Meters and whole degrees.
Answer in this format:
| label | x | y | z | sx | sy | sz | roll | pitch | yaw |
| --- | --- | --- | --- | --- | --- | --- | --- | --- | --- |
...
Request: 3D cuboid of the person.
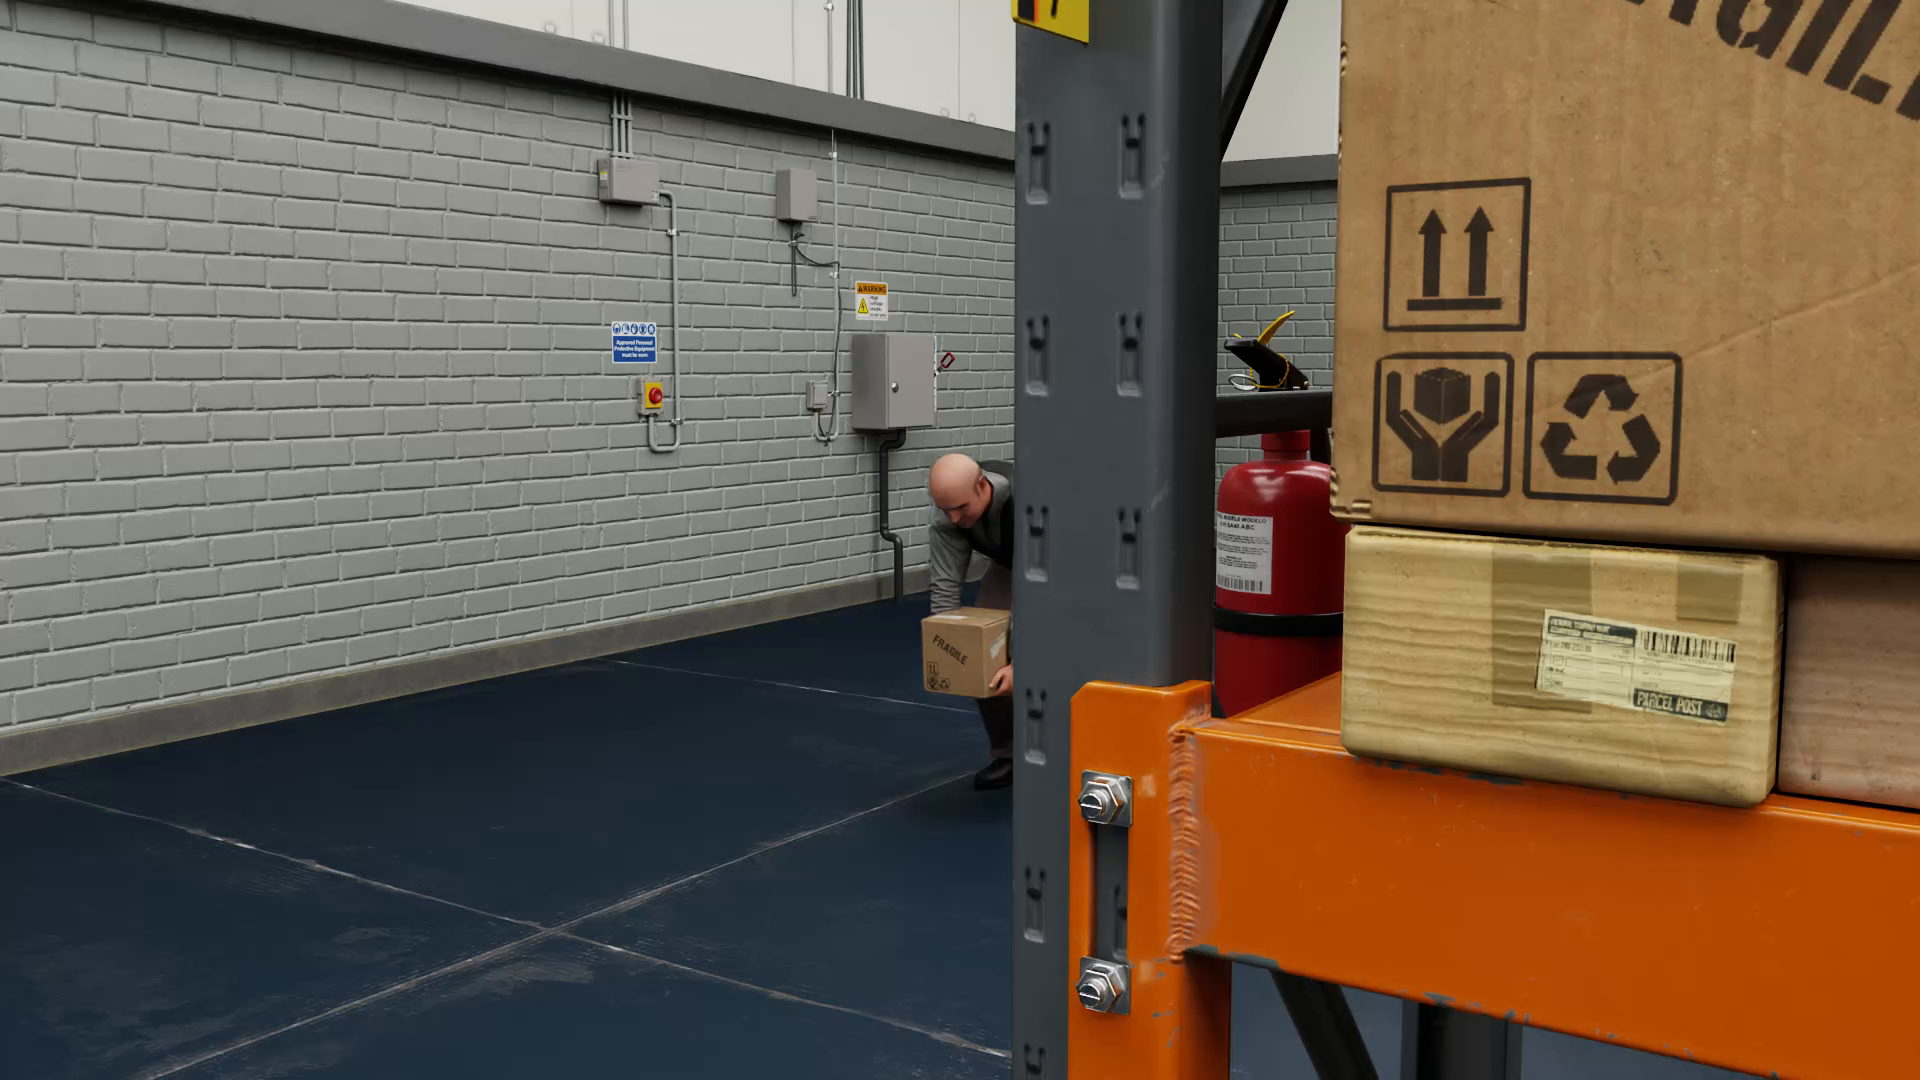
| label | x | y | z | sx | sy | sz | roll | pitch | yaw |
| --- | --- | --- | --- | --- | --- | --- | --- | --- | --- |
| person | 0.168 | 0.301 | 5.833 | 0.475 | 1.245 | 0.918 | 4 | 7 | 31 |
